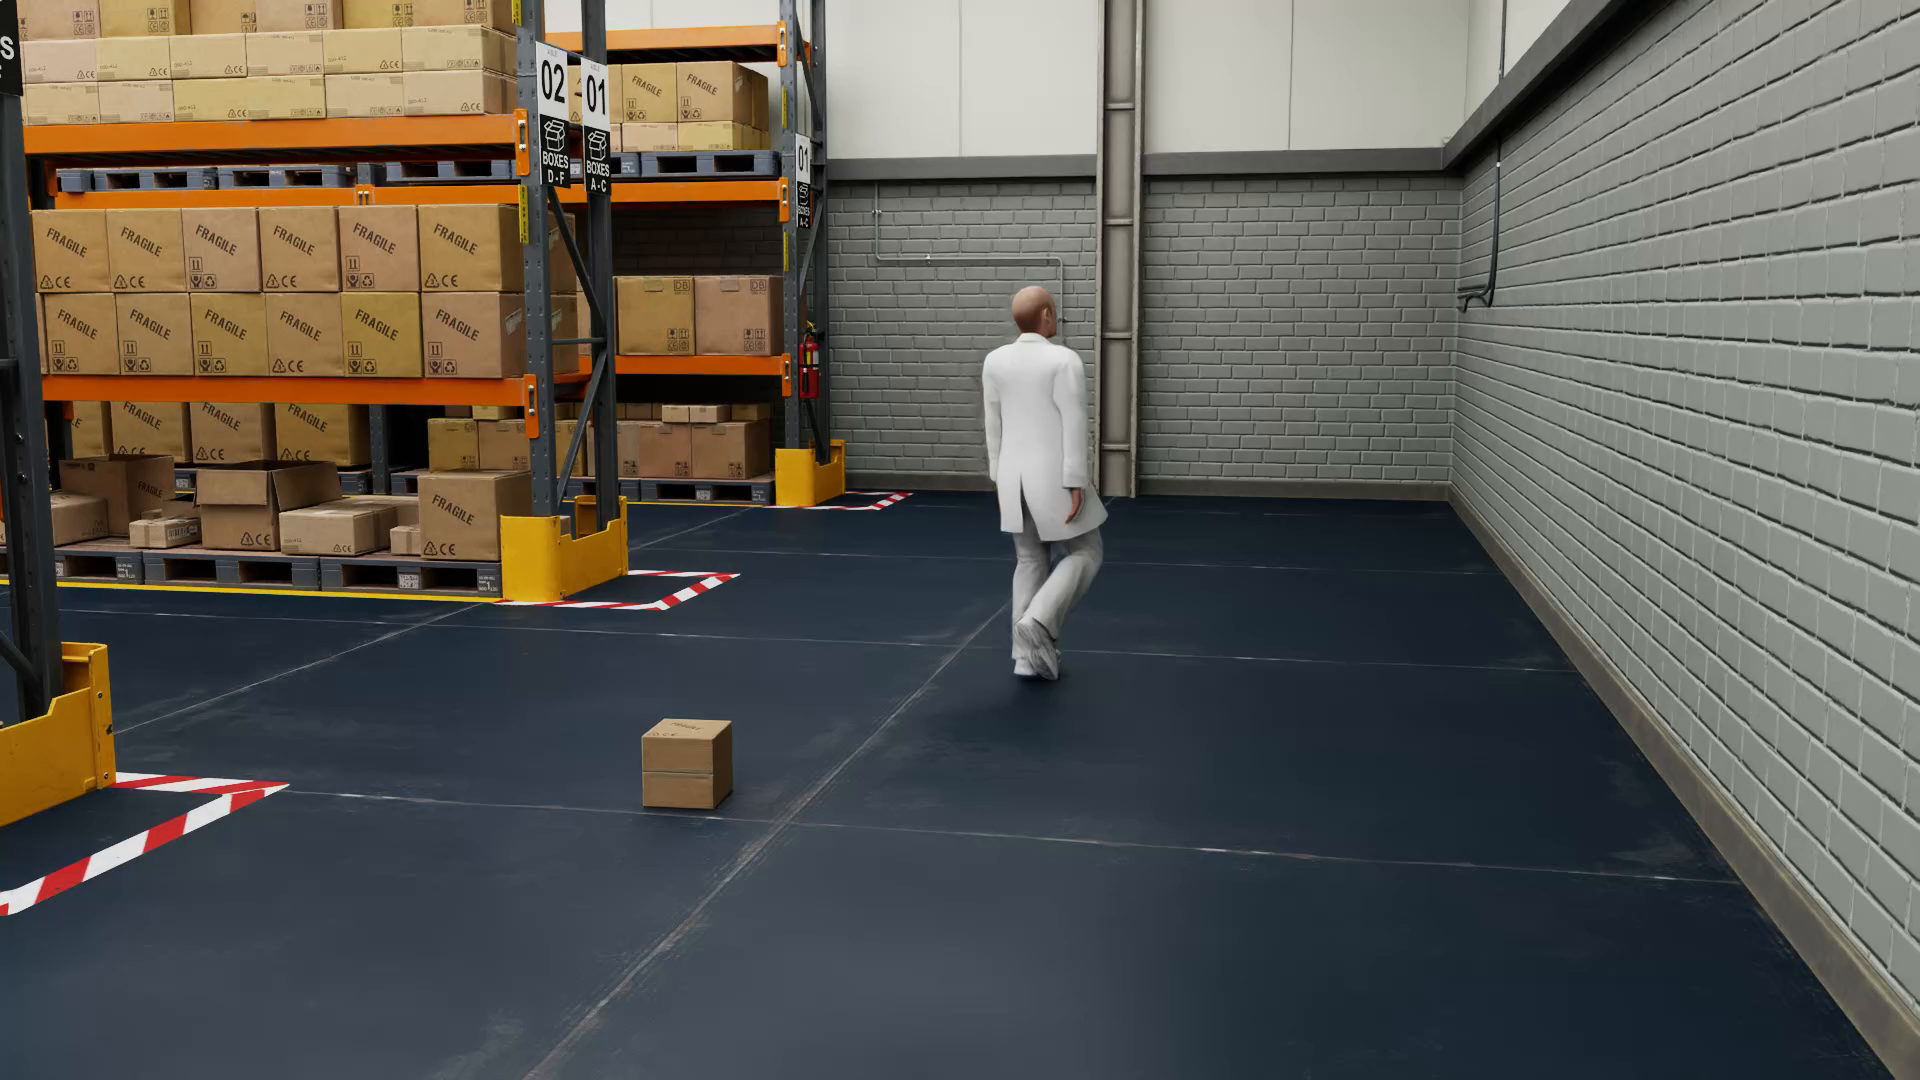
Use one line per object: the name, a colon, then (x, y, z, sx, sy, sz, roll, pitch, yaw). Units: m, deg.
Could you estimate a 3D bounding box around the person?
person: (0.362, -0.256, 7.556, 0.581, 1.775, 0.554, 6, 10, 36)
